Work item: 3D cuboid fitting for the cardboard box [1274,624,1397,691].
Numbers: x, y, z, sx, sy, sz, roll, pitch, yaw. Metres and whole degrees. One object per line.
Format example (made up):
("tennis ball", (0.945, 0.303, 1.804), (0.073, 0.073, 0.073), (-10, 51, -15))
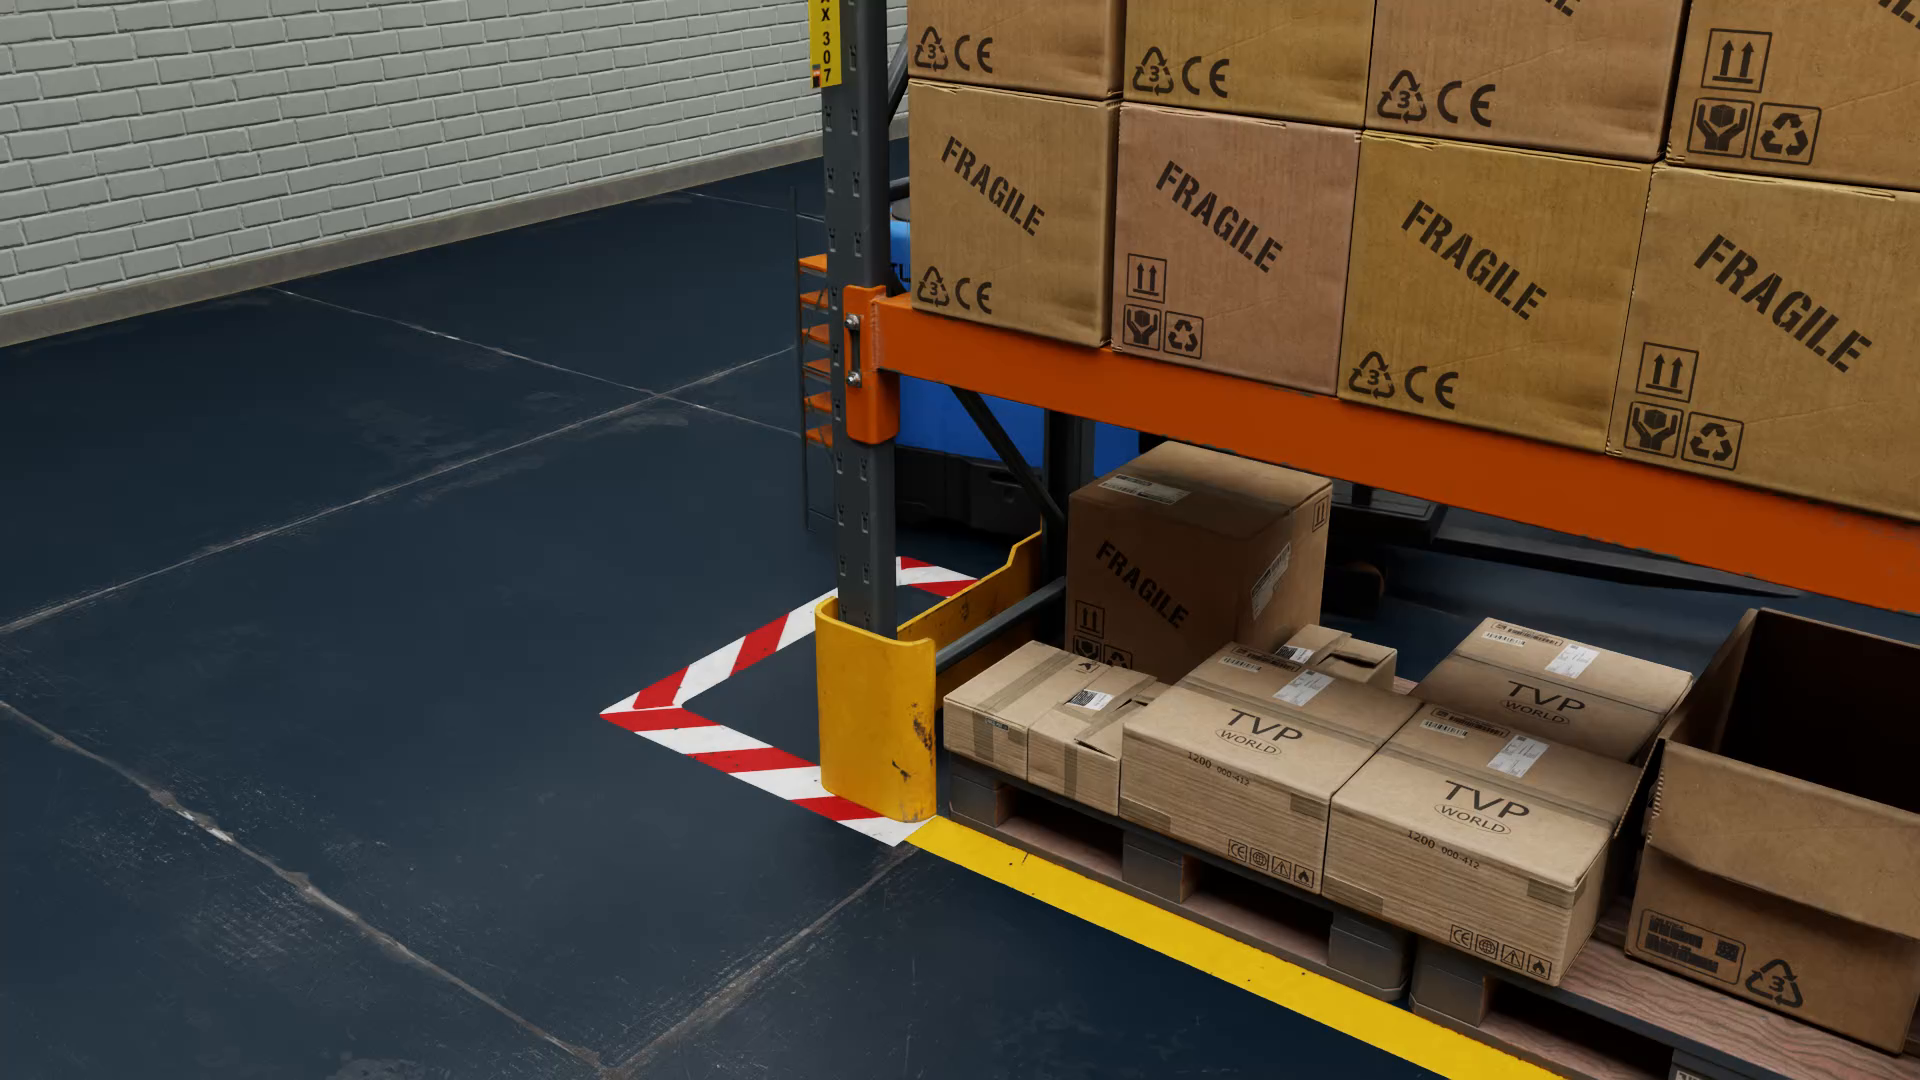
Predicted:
("cardboard box", (0.894, 0.370, 4.159), (0.250, 0.166, 0.380), (17, 29, 33))

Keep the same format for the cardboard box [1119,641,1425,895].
("cardboard box", (0.706, 0.497, 3.767), (0.500, 0.250, 0.500), (17, 29, 33))

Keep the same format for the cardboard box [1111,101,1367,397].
("cardboard box", (0.654, -0.635, 3.346), (0.500, 0.500, 0.500), (16, 29, 33))

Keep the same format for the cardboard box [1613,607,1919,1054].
("cardboard box", (1.735, 0.551, 3.329), (0.637, 0.503, 0.797), (17, 29, 33))

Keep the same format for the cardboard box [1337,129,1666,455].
("cardboard box", (1.054, -0.512, 3.069), (0.500, 0.500, 0.500), (17, 29, 33))

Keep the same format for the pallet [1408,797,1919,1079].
("pallet", (1.712, 0.878, 3.496), (1.213, 0.211, 1.003), (17, 29, 33))

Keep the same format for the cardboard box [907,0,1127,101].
("cardboard box", (0.238, -1.215, 3.424), (0.500, 0.500, 0.500), (18, 29, 35))

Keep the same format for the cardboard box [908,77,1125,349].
("cardboard box", (0.238, -0.758, 3.626), (0.500, 0.500, 0.500), (18, 29, 34))

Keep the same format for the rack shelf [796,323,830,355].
("rack shelf", (-0.394, -0.647, 5.544), (0.180, 0.103, 0.258), (-21, 31, -39))

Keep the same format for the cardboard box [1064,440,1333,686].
("cardboard box", (0.624, 0.090, 4.380), (0.500, 0.500, 0.500), (17, 29, 33))

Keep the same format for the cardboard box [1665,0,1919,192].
("cardboard box", (1.465, -0.846, 2.586), (0.500, 0.500, 0.500), (17, 29, 33))

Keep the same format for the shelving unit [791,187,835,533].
("shelving unit", (-0.394, -0.578, 5.574), (0.189, 1.200, 0.258), (-21, 31, -39))

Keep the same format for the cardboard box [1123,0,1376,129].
("cardboard box", (0.661, -1.091, 3.143), (0.500, 0.500, 0.500), (17, 29, 34))

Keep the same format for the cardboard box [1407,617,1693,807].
("cardboard box", (1.366, 0.444, 3.887), (0.500, 0.250, 0.500), (17, 29, 33))

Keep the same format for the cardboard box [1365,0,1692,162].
("cardboard box", (1.058, -0.969, 2.864), (0.500, 0.500, 0.500), (17, 29, 34))

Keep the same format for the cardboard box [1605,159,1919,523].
("cardboard box", (1.453, -0.391, 2.793), (0.500, 0.500, 0.500), (17, 29, 34))

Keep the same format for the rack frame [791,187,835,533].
("rack frame", (-0.461, -0.553, 5.516), (0.006, 1.200, 0.240), (-21, 31, -39))

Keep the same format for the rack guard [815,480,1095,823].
("rack guard", (0.102, 0.258, 4.545), (0.348, 0.500, 1.175), (17, 29, 33))

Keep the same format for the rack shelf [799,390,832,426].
("rack shelf", (-0.394, -0.428, 5.641), (0.180, 0.103, 0.258), (-21, 31, -39))

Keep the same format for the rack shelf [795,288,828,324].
("rack shelf", (-0.395, -0.757, 5.495), (0.180, 0.103, 0.258), (-21, 31, -39))

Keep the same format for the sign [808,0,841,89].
("sign", (-0.285, -1.125, 3.510), (0.005, 0.325, 0.100), (17, 29, 33))

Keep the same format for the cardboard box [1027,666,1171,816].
("cardboard box", (0.370, 0.463, 3.946), (0.250, 0.166, 0.380), (17, 29, 33))

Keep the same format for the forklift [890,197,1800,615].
("forklift", (1.199, -1.350, 5.178), (3.031, 2.935, 1.130), (10, 26, 22))

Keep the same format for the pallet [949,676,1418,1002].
("pallet", (0.740, 0.583, 4.166), (1.213, 0.211, 1.003), (17, 29, 33))

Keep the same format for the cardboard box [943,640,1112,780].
("cardboard box", (0.170, 0.411, 4.087), (0.250, 0.149, 0.380), (17, 29, 33))

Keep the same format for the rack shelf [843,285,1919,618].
("rack shelf", (1.641, -0.092, 3.130), (4.000, 0.370, 1.077), (17, 29, 33))

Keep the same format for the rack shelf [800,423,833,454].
("rack shelf", (-0.394, -0.318, 5.689), (0.180, 0.103, 0.258), (-21, 31, -39))

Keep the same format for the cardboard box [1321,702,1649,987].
("cardboard box", (1.106, 0.617, 3.493), (0.500, 0.250, 0.500), (17, 29, 33))

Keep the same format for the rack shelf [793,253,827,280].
("rack shelf", (-0.395, -0.867, 5.447), (0.180, 0.103, 0.258), (-21, 31, -39))

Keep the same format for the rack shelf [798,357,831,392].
("rack shelf", (-0.394, -0.538, 5.592), (0.180, 0.103, 0.258), (-21, 31, -39))

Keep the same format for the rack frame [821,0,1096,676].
("rack frame", (0.041, -0.904, 4.082), (0.127, 3.000, 1.000), (17, 29, 33))
